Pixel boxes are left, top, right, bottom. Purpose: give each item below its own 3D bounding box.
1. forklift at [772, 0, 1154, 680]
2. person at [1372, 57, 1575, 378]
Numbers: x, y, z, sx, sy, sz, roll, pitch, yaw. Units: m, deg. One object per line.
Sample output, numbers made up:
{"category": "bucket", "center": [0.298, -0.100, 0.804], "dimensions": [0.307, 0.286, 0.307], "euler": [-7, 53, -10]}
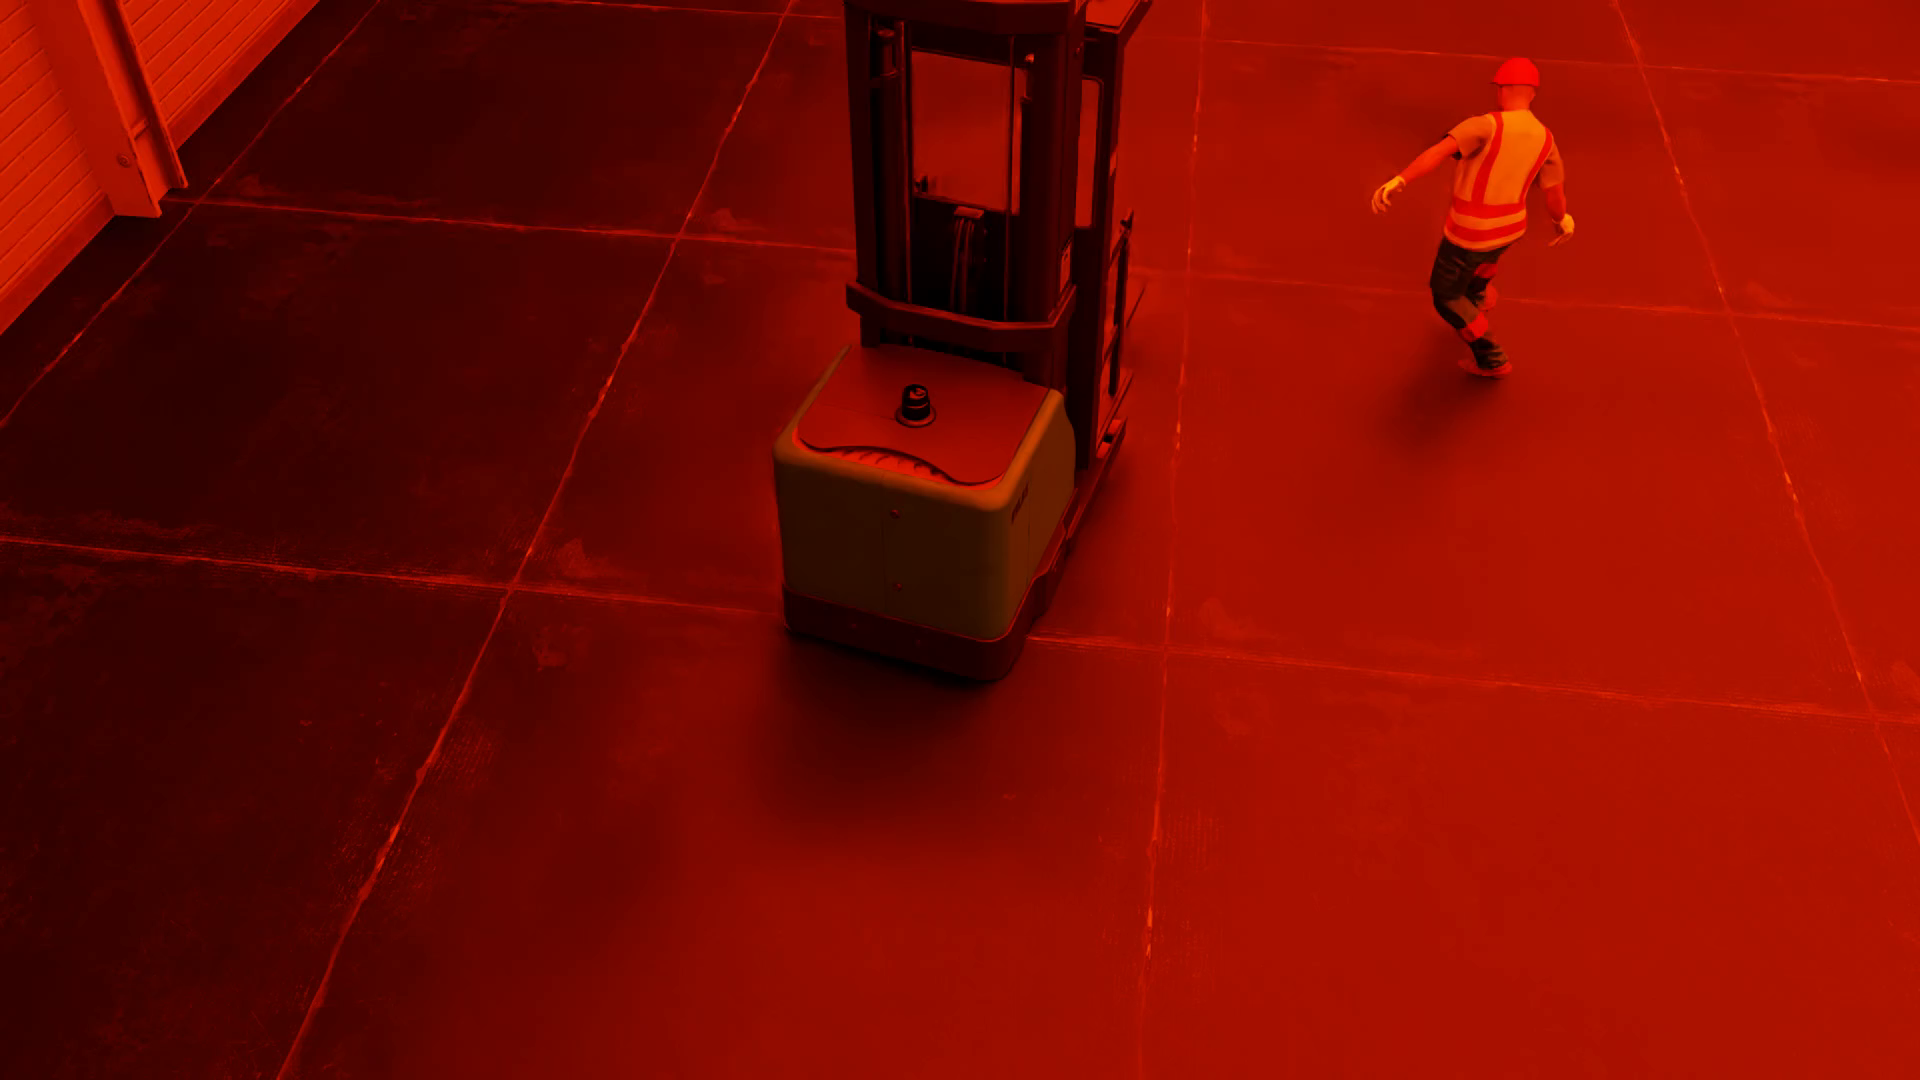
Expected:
{"category": "forklift", "center": [0.197, -1.487, 7.343], "dimensions": [1.130, 2.935, 3.031], "euler": [14, 44, 14]}
{"category": "person", "center": [2.572, -1.570, 8.472], "dimensions": [1.230, 1.677, 0.653], "euler": [-12, 44, -13]}
